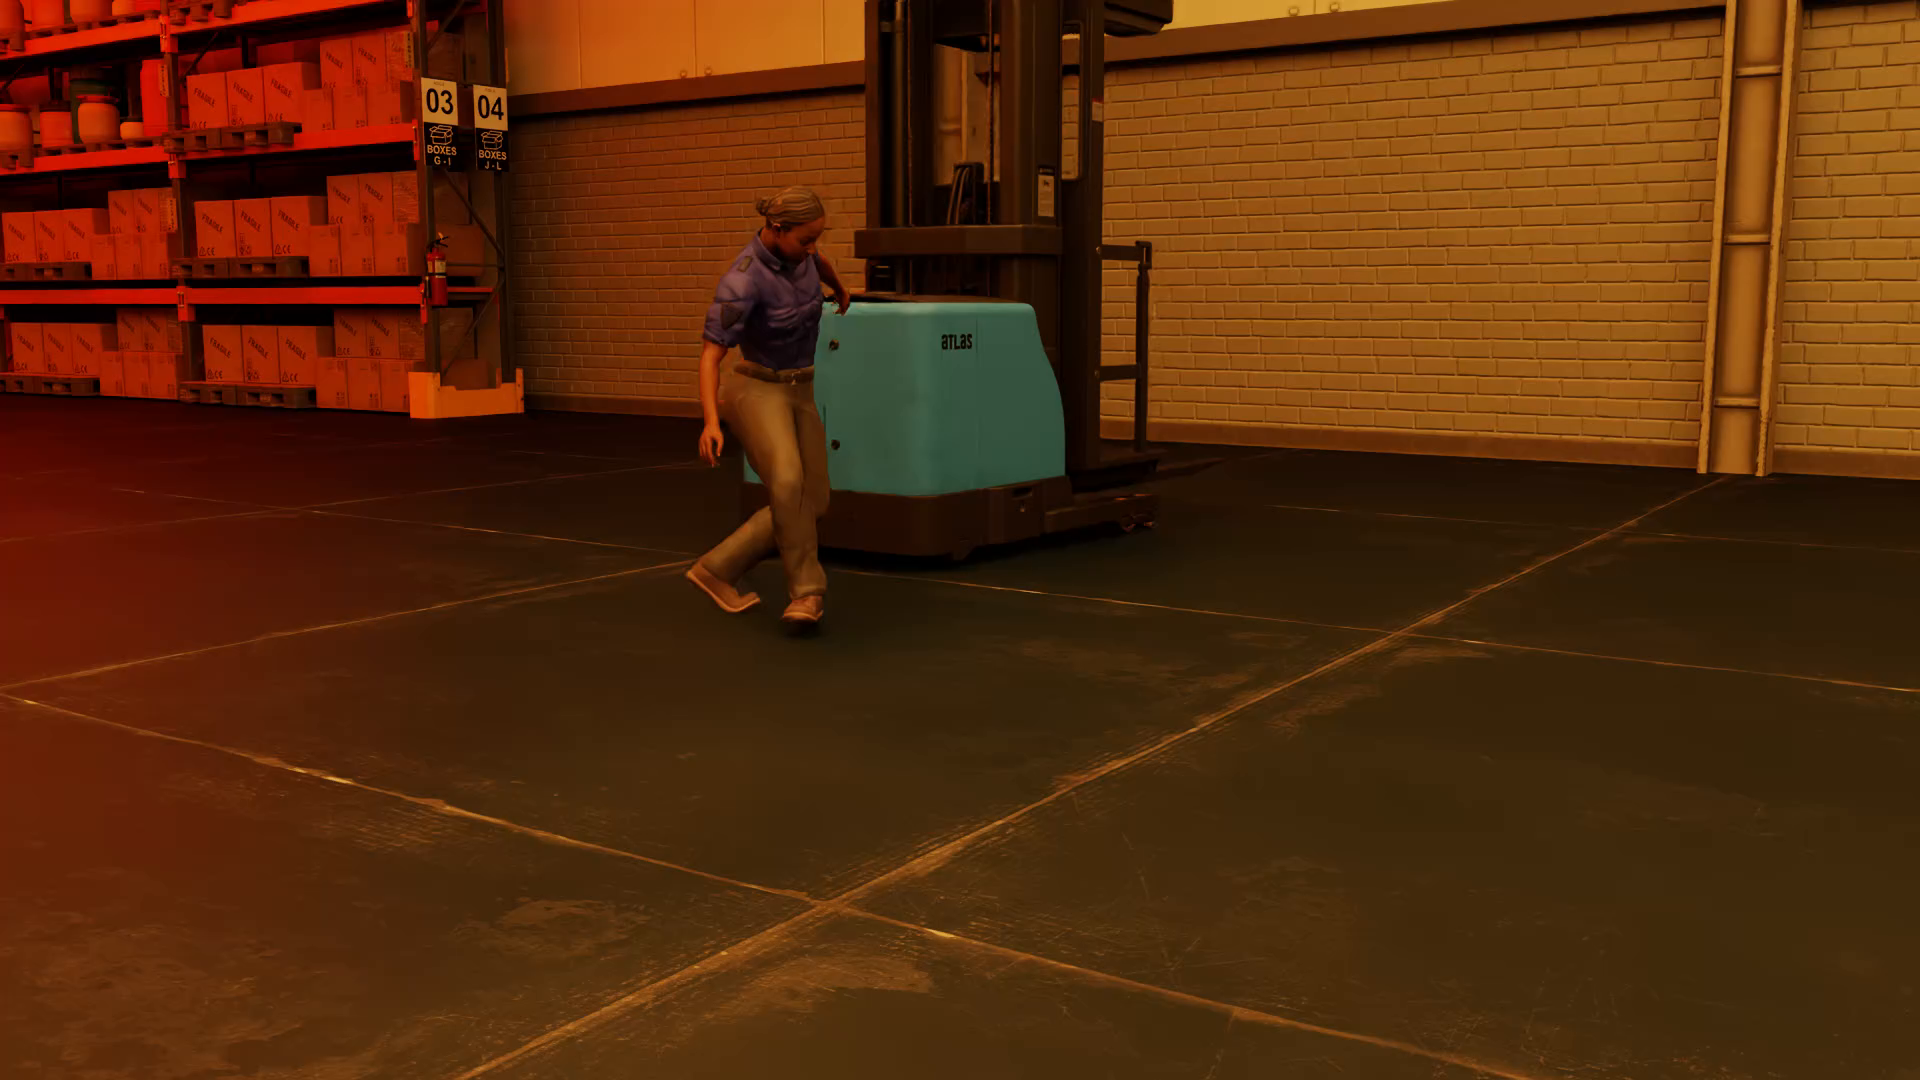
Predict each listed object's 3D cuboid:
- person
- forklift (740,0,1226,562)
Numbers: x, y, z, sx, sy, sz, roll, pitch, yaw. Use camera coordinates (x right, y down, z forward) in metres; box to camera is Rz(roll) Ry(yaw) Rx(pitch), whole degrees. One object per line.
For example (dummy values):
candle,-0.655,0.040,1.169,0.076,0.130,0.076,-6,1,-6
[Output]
person,-0.552,-0.470,5.764,0.659,1.454,1.105,5,9,31
forklift,0.312,-1.525,7.918,1.130,2.935,3.031,6,10,35
